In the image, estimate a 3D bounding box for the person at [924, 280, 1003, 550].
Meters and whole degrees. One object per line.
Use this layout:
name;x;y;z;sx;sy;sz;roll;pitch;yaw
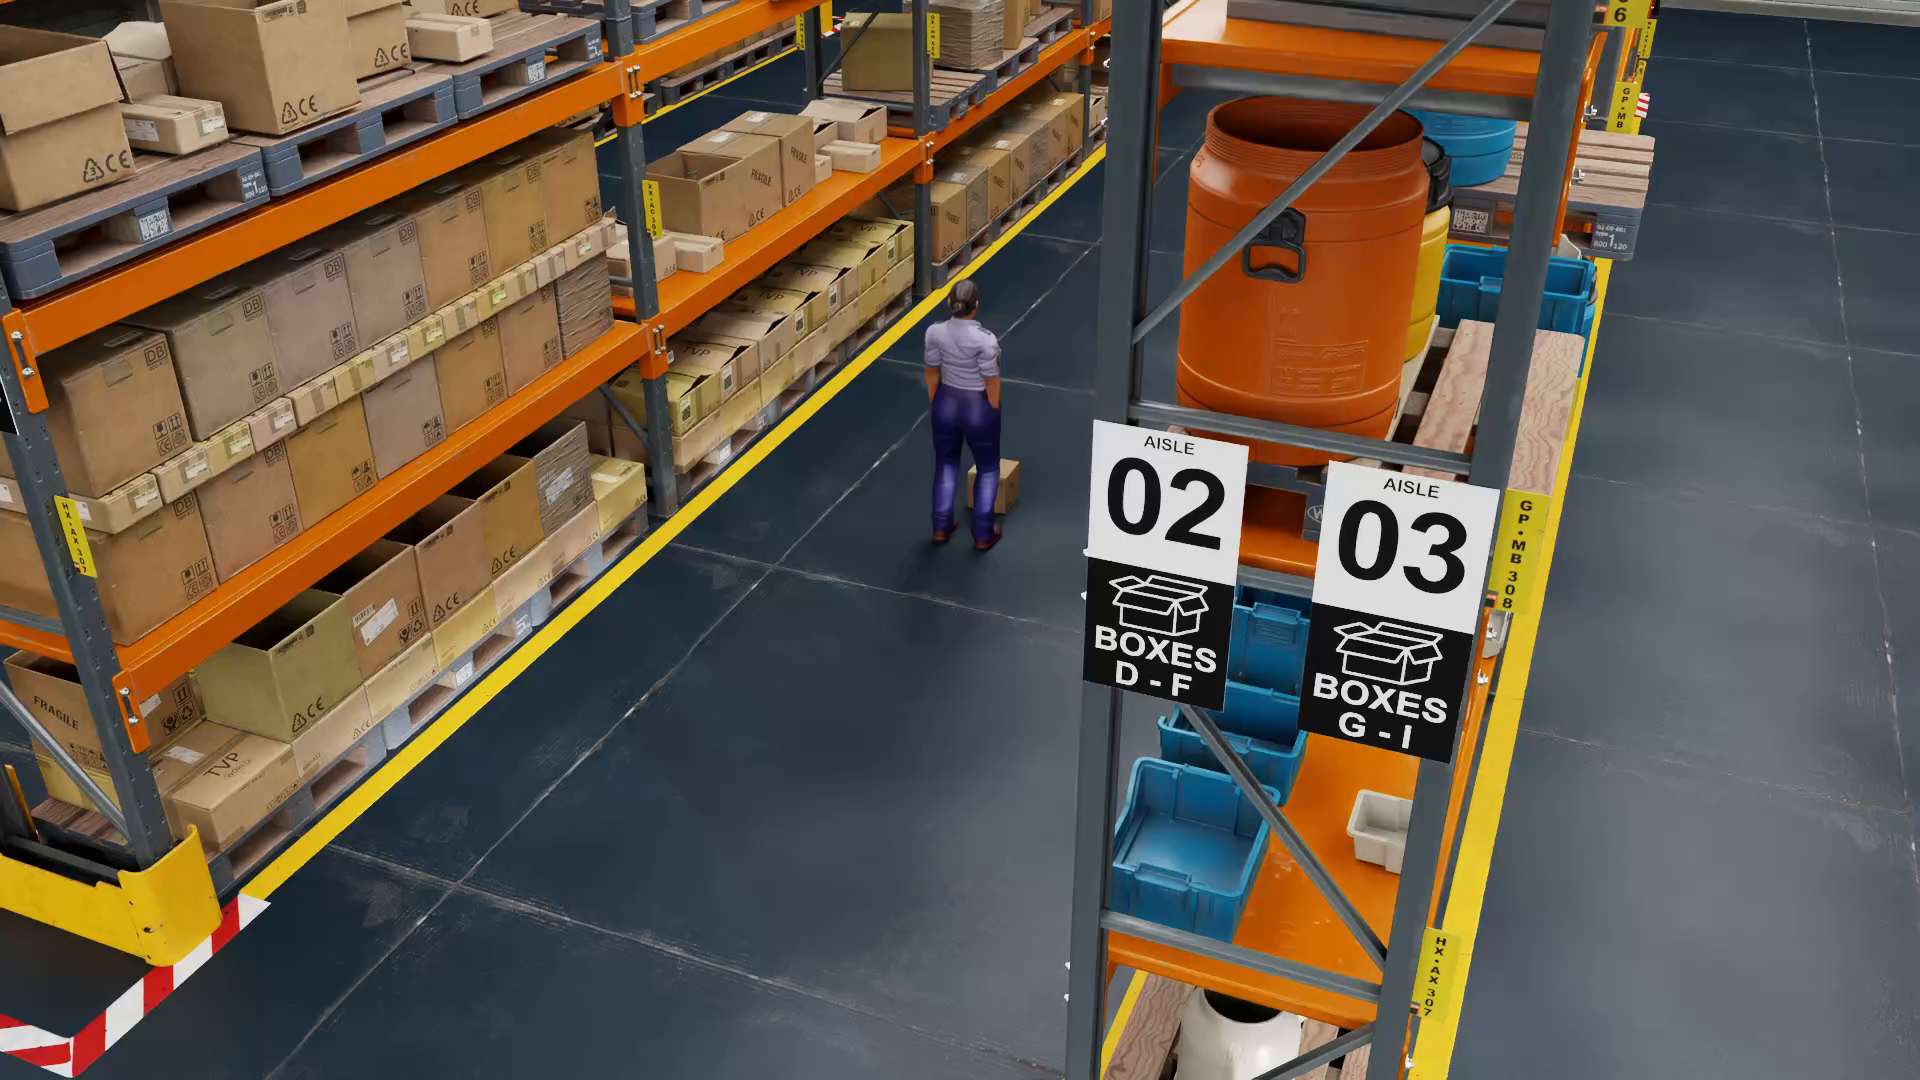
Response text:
person;0.024;-0.733;9.704;0.470;1.654;0.342;12;32;20
